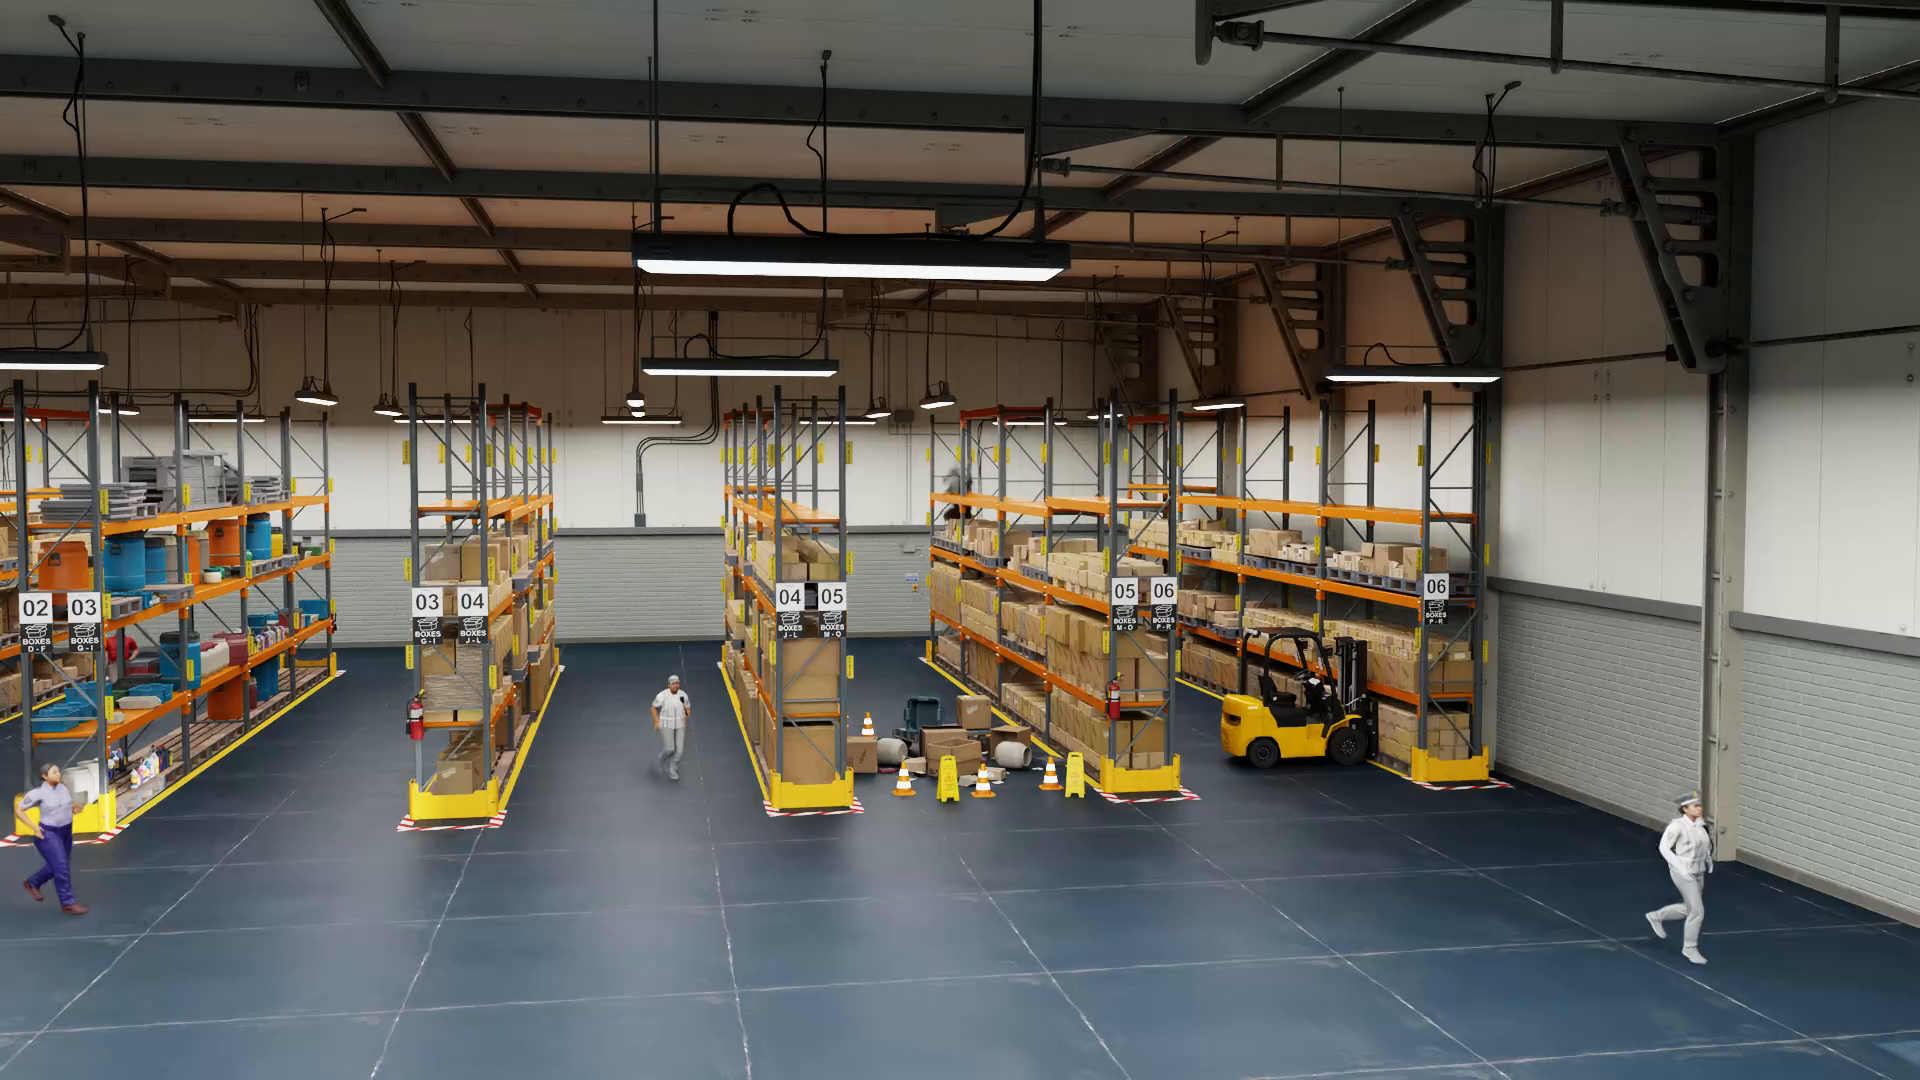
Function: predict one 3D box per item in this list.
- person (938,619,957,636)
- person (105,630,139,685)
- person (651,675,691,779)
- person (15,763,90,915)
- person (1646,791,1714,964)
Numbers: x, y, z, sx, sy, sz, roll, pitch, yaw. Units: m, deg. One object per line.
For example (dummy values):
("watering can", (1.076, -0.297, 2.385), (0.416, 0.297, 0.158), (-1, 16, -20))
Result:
("person", (-0.246, 2.011, 41.851), (0.572, 1.719, 0.737), (1, 3, 14))
("person", (-16.597, 2.507, 32.871), (0.665, 1.689, 0.603), (-1, 3, -23))
("person", (-4.425, 2.893, 25.666), (0.592, 1.616, 0.576), (-1, 3, -26))
("person", (-9.936, 3.247, 18.205), (0.929, 1.625, 0.613), (1, 3, 12))
("person", (7.207, 3.331, 16.656), (0.628, 1.720, 0.704), (-2, 3, -33))
